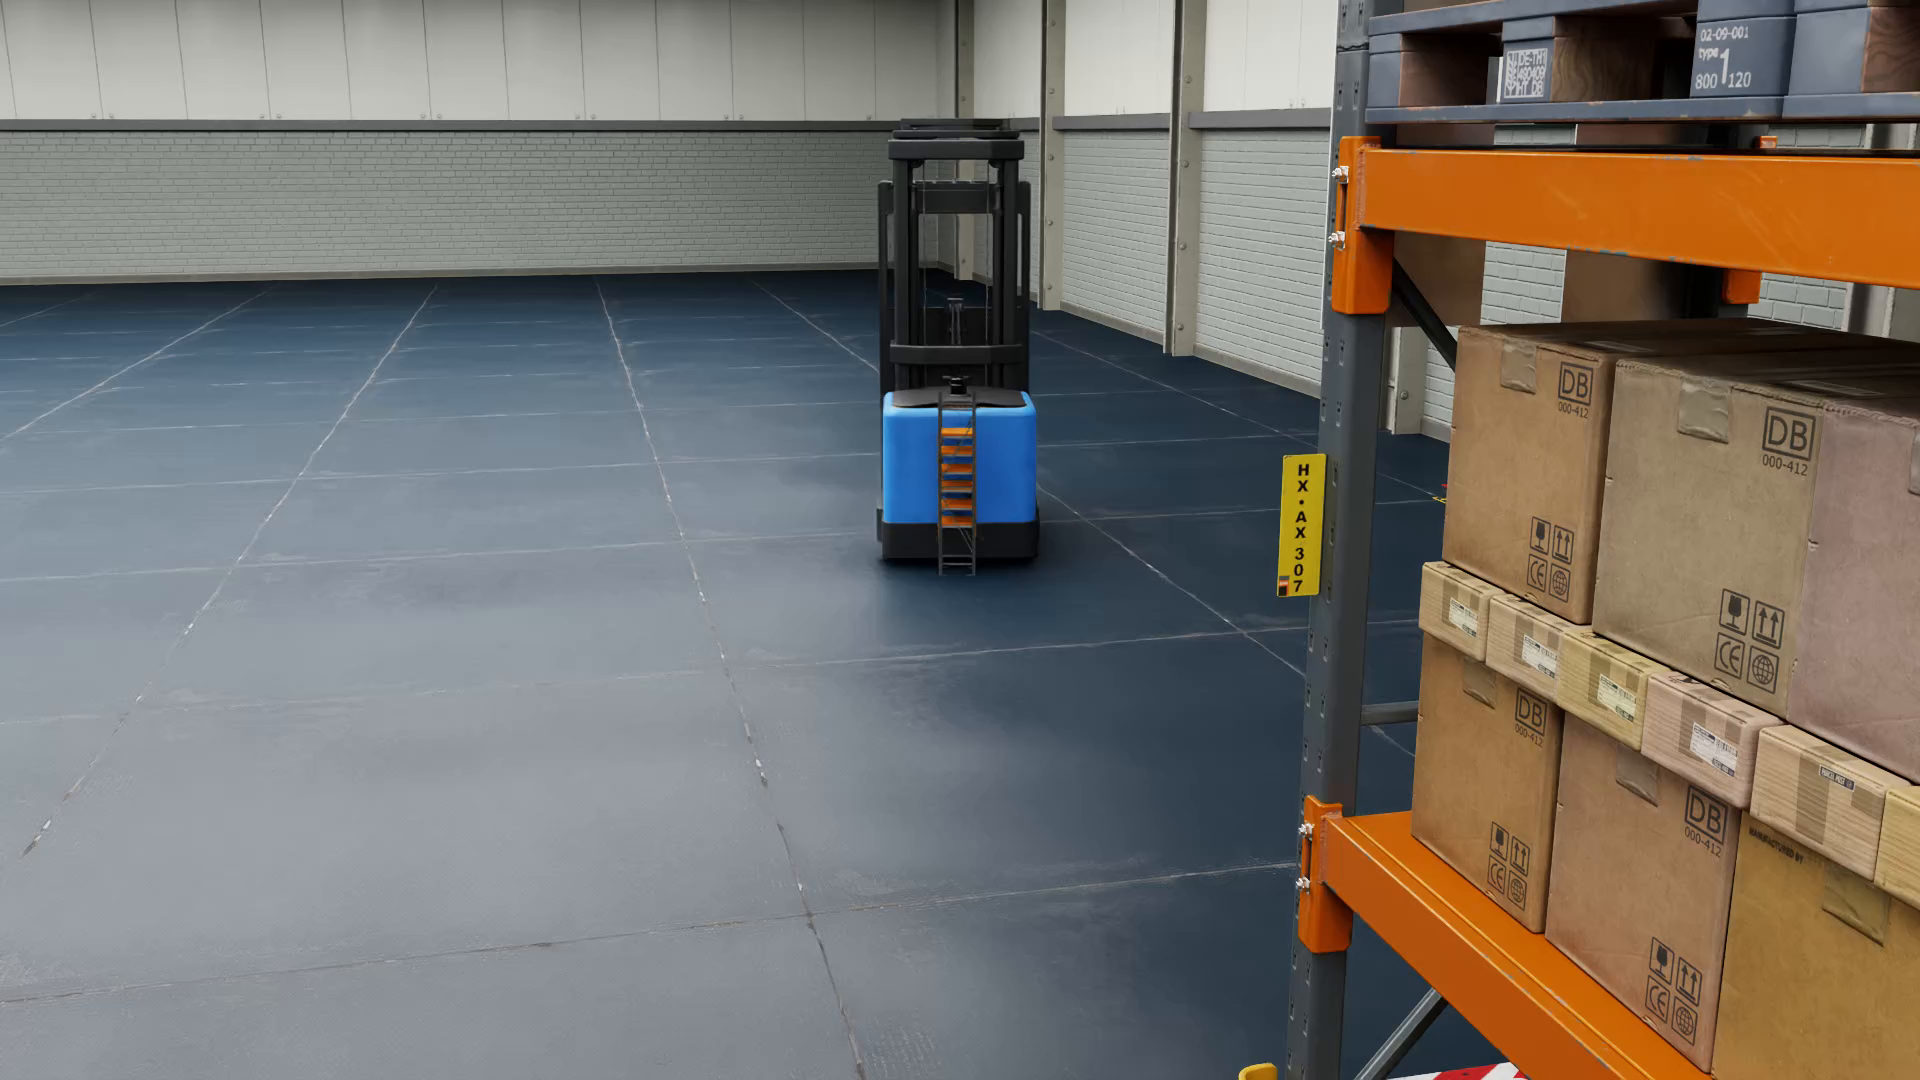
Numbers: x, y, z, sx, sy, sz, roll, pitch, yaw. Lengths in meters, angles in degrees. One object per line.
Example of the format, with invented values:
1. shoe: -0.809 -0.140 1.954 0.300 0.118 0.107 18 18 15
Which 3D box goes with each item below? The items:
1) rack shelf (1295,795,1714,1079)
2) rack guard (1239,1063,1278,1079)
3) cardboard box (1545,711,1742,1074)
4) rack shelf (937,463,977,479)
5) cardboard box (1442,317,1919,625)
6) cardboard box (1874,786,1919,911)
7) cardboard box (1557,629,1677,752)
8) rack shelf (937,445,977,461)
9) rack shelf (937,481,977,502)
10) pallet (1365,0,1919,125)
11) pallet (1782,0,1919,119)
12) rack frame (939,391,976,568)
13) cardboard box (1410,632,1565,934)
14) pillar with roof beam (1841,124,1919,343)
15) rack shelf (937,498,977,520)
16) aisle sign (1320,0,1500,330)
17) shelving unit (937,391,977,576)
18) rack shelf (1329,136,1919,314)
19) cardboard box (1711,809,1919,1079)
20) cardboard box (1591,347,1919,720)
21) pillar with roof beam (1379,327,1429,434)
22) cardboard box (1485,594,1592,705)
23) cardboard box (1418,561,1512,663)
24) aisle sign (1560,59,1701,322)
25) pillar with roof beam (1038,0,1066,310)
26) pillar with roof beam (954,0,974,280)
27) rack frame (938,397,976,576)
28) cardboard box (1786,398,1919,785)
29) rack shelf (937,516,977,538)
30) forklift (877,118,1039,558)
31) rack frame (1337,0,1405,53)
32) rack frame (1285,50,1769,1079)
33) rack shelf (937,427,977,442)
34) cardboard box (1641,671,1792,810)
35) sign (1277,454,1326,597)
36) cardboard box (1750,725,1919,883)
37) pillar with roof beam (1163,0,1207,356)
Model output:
1. rack shelf: 1.779 1.209 2.176 1.077 0.370 4.000 -3 14 -13
2. rack guard: 1.304 1.606 4.298 1.175 0.500 0.348 -3 14 -13
3. cardboard box: 1.535 0.578 3.029 0.700 0.500 0.500 -3 14 -12
4. rack shelf: -0.017 -0.437 10.849 0.258 0.103 0.180 0 17 1
5. cardboard box: 1.419 -0.160 3.319 0.700 0.500 0.500 -3 14 -13
6. cardboard box: 1.497 0.434 2.255 0.380 0.149 0.250 -3 14 -14
7. cardboard box: 1.314 0.255 2.986 0.380 0.149 0.250 -3 14 -13
8. rack shelf: -0.018 -0.551 10.814 0.258 0.103 0.180 0 17 1
9. rack shelf: -0.017 -0.322 10.883 0.258 0.103 0.180 0 17 1
10. pallet: 1.451 -0.852 2.960 1.003 0.211 1.213 -3 14 -13
11. pallet: 1.741 -0.570 1.806 1.003 0.211 1.213 -3 14 -13
12. rack frame: -0.015 -0.391 10.958 0.240 1.200 0.006 0 17 1
13. cardboard box: 1.407 0.458 3.523 0.700 0.500 0.500 -3 14 -13
14. pillar with roof beam: 1.535 -3.825 8.620 9.100 9.000 0.400 -3 14 -13
15. rack shelf: -0.017 -0.207 10.918 0.258 0.103 0.180 0 17 1
16. aisle sign: 0.997 -0.863 3.663 0.394 0.787 0.004 -3 14 -13
17. shelving unit: -0.017 -0.364 10.871 0.258 1.200 0.189 0 17 1
18. rack shelf: 1.779 -0.249 1.820 1.077 0.370 4.000 -3 14 -13
19. cardboard box: 1.646 0.693 2.558 0.700 0.500 0.500 -3 14 -13
20. cardboard box: 1.548 -0.039 2.824 0.700 0.500 0.500 -4 14 -15
21. pillar with roof beam: 0.126 -5.209 14.286 9.100 9.000 0.400 -3 14 -13
22. cardboard box: 1.257 0.197 3.222 0.380 0.149 0.250 -4 14 -15
23. cardboard box: 1.193 0.137 3.471 0.380 0.149 0.250 -3 14 -14
24. aisle sign: 1.580 -0.897 3.800 0.394 0.787 0.004 -3 14 -13
25. pillar with roof beam: -2.692 -7.977 25.617 9.100 9.000 0.400 -3 14 -13
26. pillar with roof beam: -4.101 -9.361 31.283 9.100 9.000 0.400 -3 14 -13
27. rack frame: -0.020 -0.338 10.783 0.240 1.200 0.006 0 17 1
28. cardboard box: 1.667 0.077 2.348 0.700 0.500 0.500 -3 14 -13
29. rack shelf: -0.017 -0.092 10.953 0.258 0.103 0.180 0 17 1
30. forklift: -0.051 -1.593 12.270 1.130 2.935 3.031 0 14 -2
31. rack frame: 1.310 -2.517 3.267 1.000 3.000 0.127 -3 14 -13
32. rack frame: 1.310 0.398 3.979 1.000 3.000 0.127 -3 14 -13
33. rack shelf: -0.018 -0.666 10.779 0.258 0.103 0.180 0 17 1
34. cardboard box: 1.372 0.313 2.747 0.380 0.149 0.250 -4 14 -14
35. sign: 0.769 -0.032 3.746 0.100 0.325 0.005 -3 14 -13
36. cardboard box: 1.437 0.375 2.496 0.380 0.149 0.250 -4 14 -15
37. pillar with roof beam: -1.283 -6.593 19.952 9.100 9.000 0.400 -3 14 -13
